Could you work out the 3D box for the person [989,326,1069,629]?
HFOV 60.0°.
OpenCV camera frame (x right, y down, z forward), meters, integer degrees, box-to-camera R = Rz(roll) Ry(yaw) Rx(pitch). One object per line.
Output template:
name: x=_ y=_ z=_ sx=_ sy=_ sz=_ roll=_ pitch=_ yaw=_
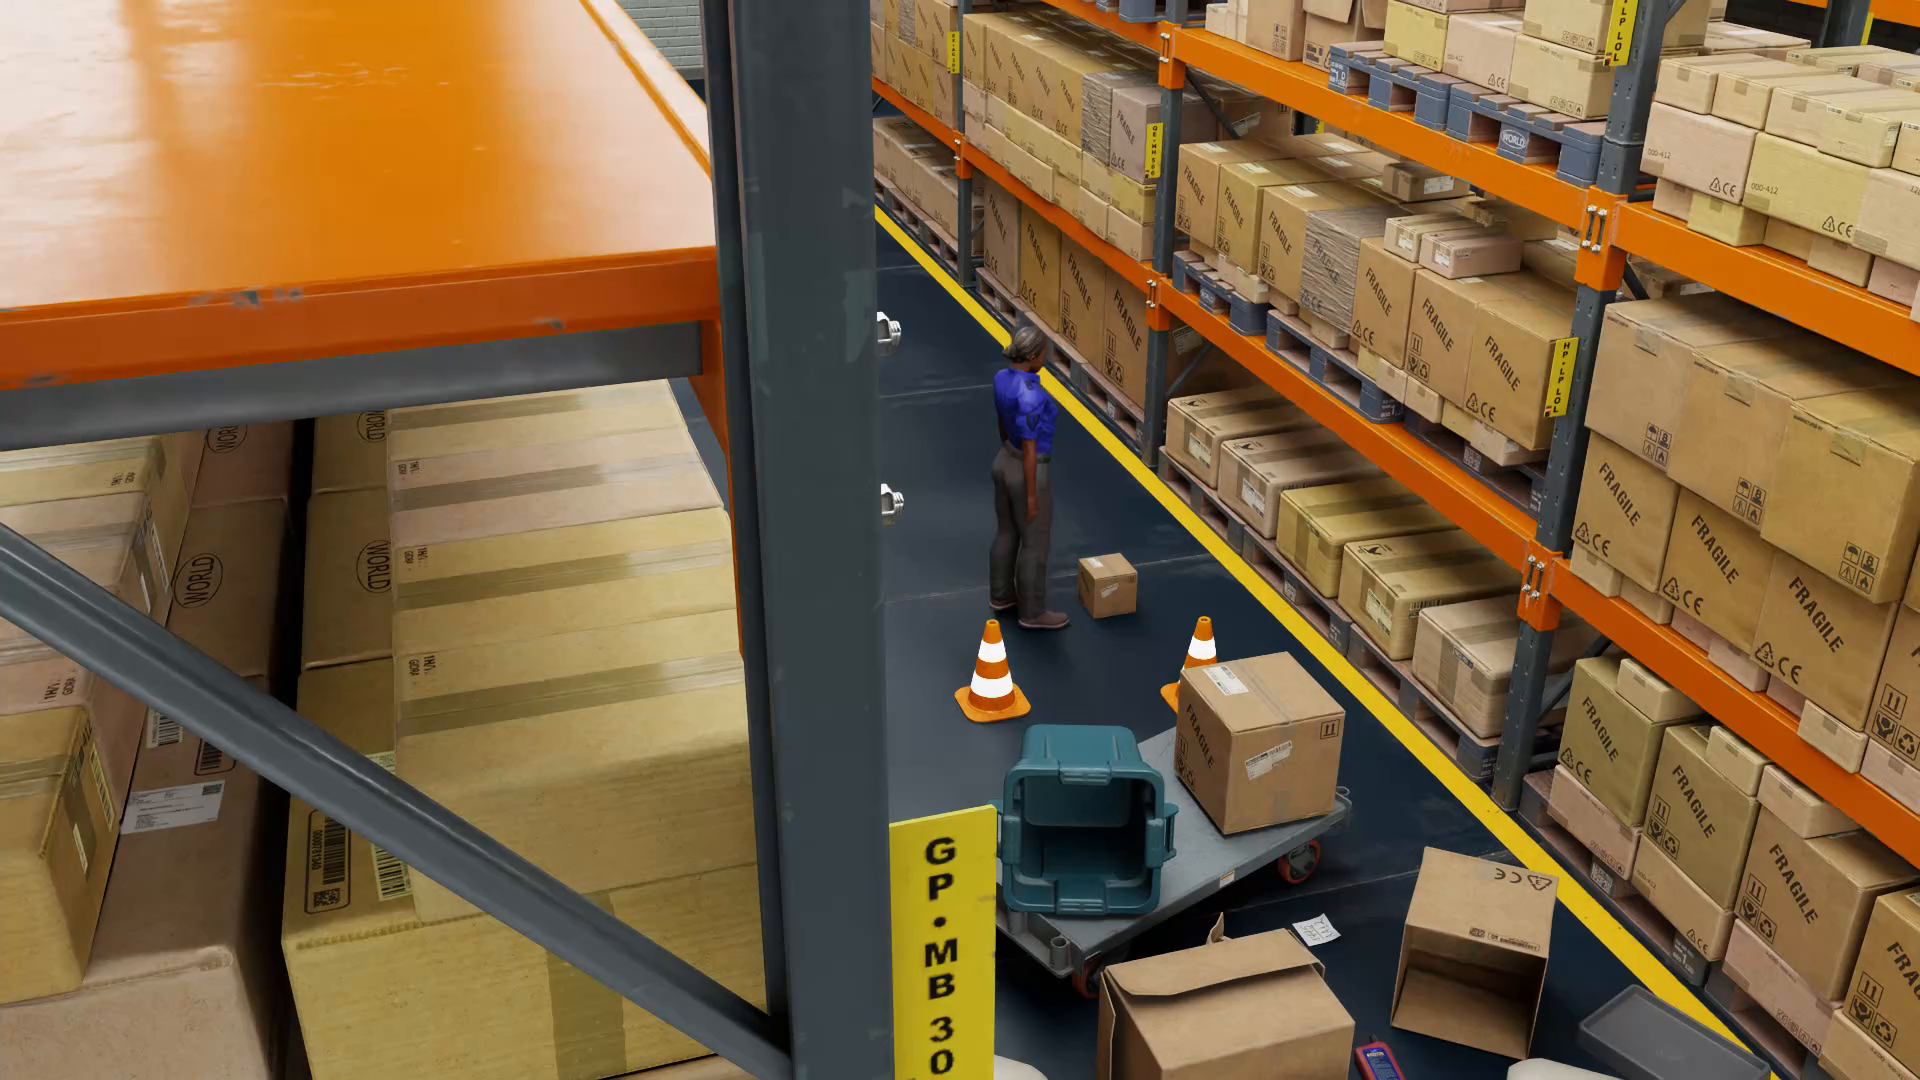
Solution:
person: x=0.354 y=-0.342 z=8.771 sx=0.370 sy=1.675 sz=0.543 roll=-12 pitch=29 yaw=-22
